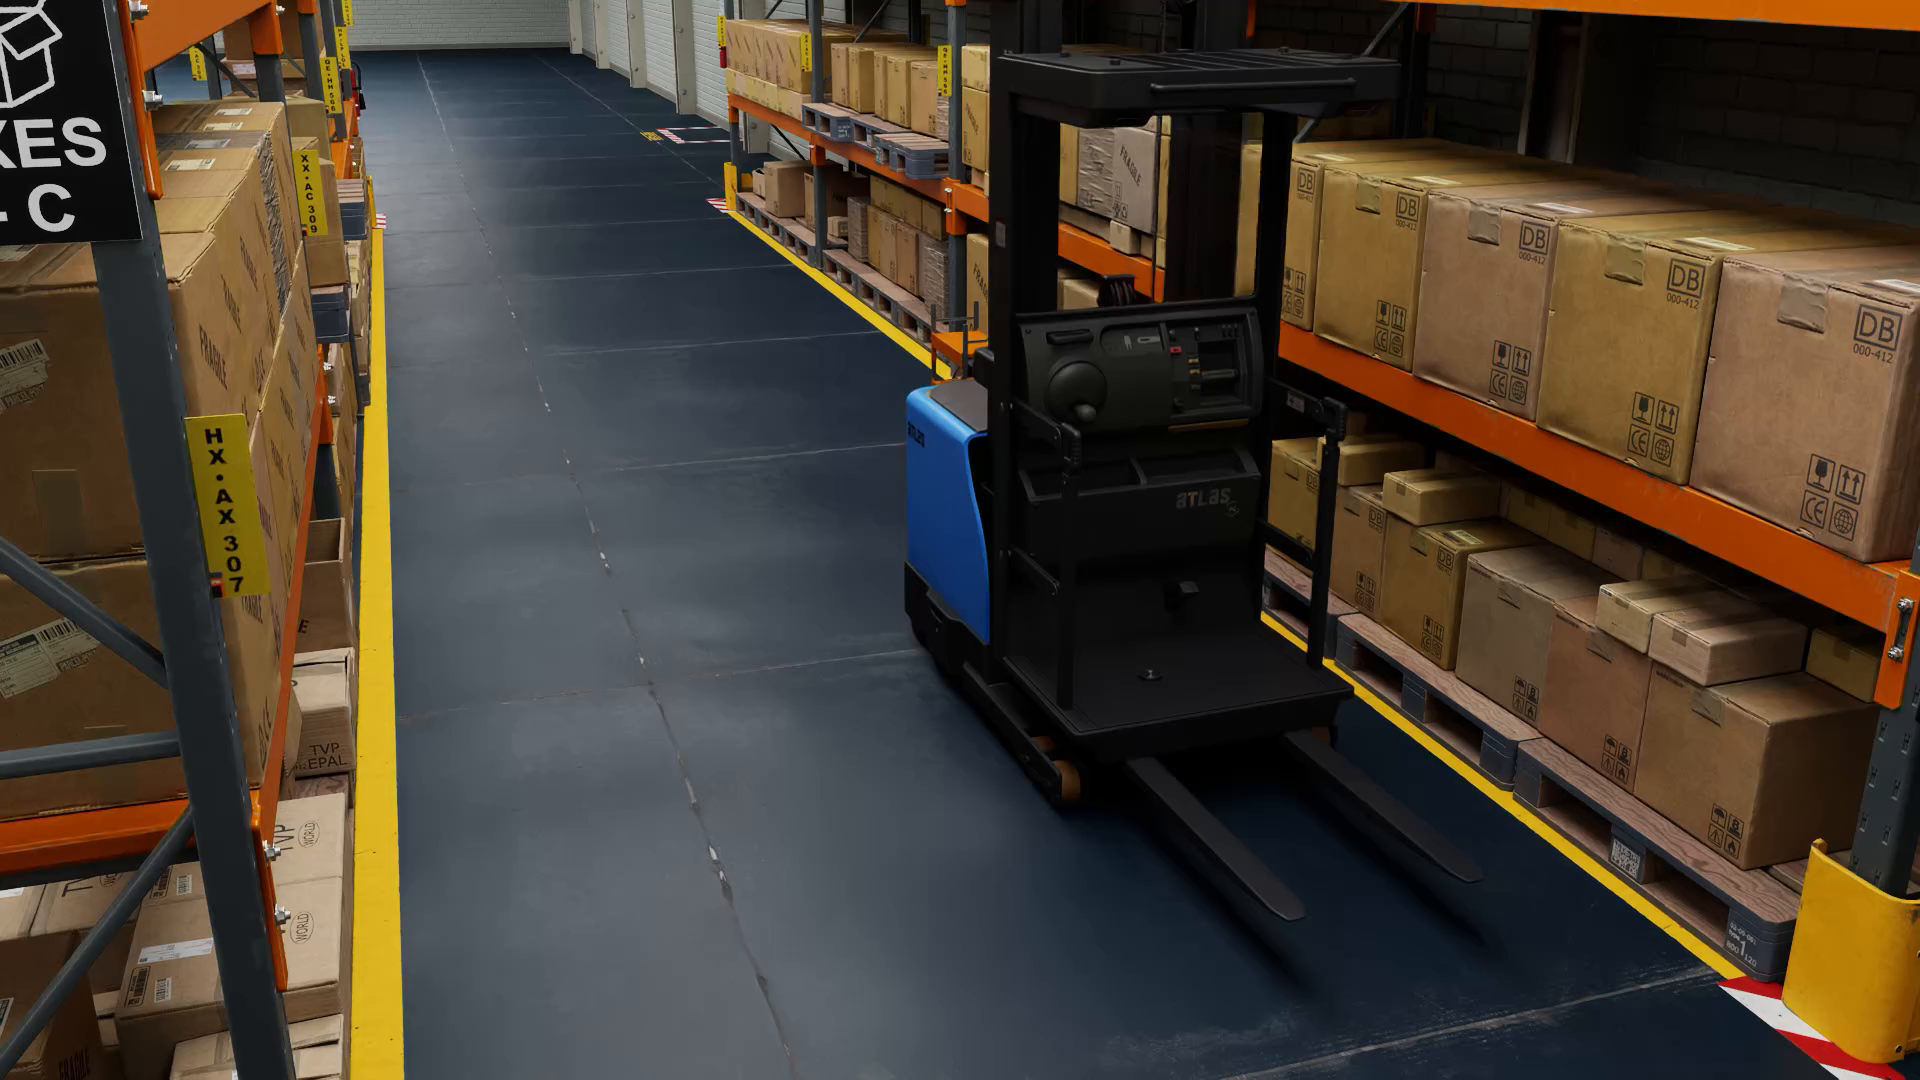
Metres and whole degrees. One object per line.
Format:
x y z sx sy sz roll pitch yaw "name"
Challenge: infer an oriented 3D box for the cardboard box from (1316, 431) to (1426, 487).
1.743 -0.347 7.063 0.380 0.149 0.250 -6 21 -15 "cardboard box"

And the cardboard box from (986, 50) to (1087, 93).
0.482 -2.889 10.295 0.500 0.250 0.500 -7 21 -18 "cardboard box"

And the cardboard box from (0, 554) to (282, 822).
-1.662 0.193 3.295 0.500 0.500 0.500 -6 21 -16 "cardboard box"

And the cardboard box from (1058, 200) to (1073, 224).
0.790 -1.955 9.763 0.380 0.149 0.250 -6 21 -17 "cardboard box"

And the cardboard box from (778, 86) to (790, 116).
-1.428 -4.188 15.831 0.500 0.250 0.500 -6 21 -17 "cardboard box"

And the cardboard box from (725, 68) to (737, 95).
-2.248 -5.000 18.093 0.500 0.250 0.500 -7 21 -19 "cardboard box"

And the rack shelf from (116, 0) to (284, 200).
-2.401 -1.305 4.239 1.077 0.370 4.000 -6 21 -17 "rack shelf"

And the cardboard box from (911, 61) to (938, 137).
0.056 -3.265 12.271 0.700 0.500 0.500 -8 21 -22 "cardboard box"

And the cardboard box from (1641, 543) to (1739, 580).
2.605 0.118 5.767 0.380 0.149 0.250 -6 21 -17 "cardboard box"

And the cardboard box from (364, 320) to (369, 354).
-4.332 -1.421 11.382 0.500 0.250 0.500 -7 21 -19 "cardboard box"

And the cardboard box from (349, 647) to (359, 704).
-2.407 0.528 6.076 0.380 0.149 0.250 -6 21 -17 "cardboard box"

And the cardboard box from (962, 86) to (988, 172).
0.324 -2.698 10.873 0.500 0.500 0.500 -6 21 -16 "cardboard box"

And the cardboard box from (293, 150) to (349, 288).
-2.967 -1.294 6.813 0.700 0.500 0.500 -15 24 -35 "cardboard box"

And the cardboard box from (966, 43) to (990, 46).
0.162 -3.453 11.835 0.380 0.149 0.250 -10 22 -26 "cardboard box"

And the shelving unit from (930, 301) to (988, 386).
0.052 -0.512 8.066 0.258 1.200 0.503 -6 21 -17 "shelving unit"

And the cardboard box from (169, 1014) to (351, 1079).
-1.657 1.285 3.941 0.380 0.166 0.250 -6 21 -17 "cardboard box"

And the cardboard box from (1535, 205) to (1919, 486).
2.520 -0.654 5.355 0.980 0.700 0.700 -7 21 -18 "cardboard box"

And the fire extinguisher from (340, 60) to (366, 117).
-6.398 -4.775 17.389 0.296 0.674 0.183 -6 21 -17 "fire extinguisher"

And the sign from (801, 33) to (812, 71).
-1.356 -4.316 14.714 0.100 0.325 0.005 -6 21 -17 "sign"

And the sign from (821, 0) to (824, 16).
-1.567 -5.998 18.498 0.100 0.325 0.005 -6 21 -17 "sign"

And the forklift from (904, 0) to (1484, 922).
0.735 -0.604 5.763 1.130 2.935 3.031 -7 21 -19 "forklift"

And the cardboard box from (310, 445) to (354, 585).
-2.951 -0.085 7.264 0.500 0.500 0.500 -7 21 -20 "cardboard box"

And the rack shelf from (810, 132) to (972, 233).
-0.215 -2.988 13.362 1.077 0.370 4.000 -6 21 -17 "rack shelf"

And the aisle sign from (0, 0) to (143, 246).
-1.473 -0.823 2.424 0.394 0.787 0.004 -6 21 -17 "aisle sign"

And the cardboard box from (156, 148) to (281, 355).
-2.147 -0.769 4.493 0.500 0.500 0.500 -7 21 -18 "cardboard box"

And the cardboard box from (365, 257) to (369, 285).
-5.139 -2.242 13.668 0.500 0.250 0.500 -7 21 -18 "cardboard box"

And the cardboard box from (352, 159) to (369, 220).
-5.708 -3.200 15.226 0.500 0.500 0.500 -6 21 -17 "cardboard box"

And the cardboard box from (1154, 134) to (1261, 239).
1.287 -1.719 8.147 0.500 0.500 0.500 -7 21 -18 "cardboard box"

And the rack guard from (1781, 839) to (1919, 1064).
2.936 1.067 4.707 1.175 0.500 0.348 -6 21 -17 "rack guard"

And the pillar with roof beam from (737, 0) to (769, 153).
-7.032 -9.411 21.305 9.100 9.000 0.400 -6 21 -17 "pillar with roof beam"

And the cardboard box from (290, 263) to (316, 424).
-2.466 -0.622 5.563 0.500 0.500 0.500 -6 21 -16 "cardboard box"

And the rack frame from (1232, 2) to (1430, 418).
1.671 -1.401 7.880 1.000 3.000 0.127 -6 21 -17 "rack frame"

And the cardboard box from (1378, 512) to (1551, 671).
2.123 0.155 6.624 0.700 0.500 0.500 -6 21 -16 "cardboard box"

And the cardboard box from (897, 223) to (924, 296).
-0.096 -2.275 13.360 0.700 0.500 0.500 -7 21 -17 "cardboard box"

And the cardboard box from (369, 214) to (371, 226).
-5.870 -3.007 15.798 0.500 0.250 0.500 -6 21 -17 "cardboard box"

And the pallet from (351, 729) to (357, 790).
-2.815 0.659 6.269 1.003 0.211 1.213 -6 21 -17 "pallet"

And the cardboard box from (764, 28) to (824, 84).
-1.596 -4.701 16.151 0.500 0.500 0.500 -7 21 -19 "cardboard box"

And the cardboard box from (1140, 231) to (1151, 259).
1.156 -1.537 8.600 0.380 0.149 0.250 -6 21 -16 "cardboard box"

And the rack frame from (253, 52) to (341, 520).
-3.030 -0.874 6.411 1.000 3.000 0.127 -6 21 -17 "rack frame"

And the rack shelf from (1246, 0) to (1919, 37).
2.300 -1.832 5.708 1.077 0.370 4.000 -6 21 -17 "rack shelf"

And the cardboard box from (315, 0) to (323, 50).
-6.007 -4.563 14.616 0.700 0.500 0.500 -6 21 -17 "cardboard box"

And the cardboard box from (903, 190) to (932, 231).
-0.148 -2.648 13.289 0.500 0.250 0.500 -6 21 -17 "cardboard box"

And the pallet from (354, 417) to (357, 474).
-4.089 -0.601 9.778 1.003 0.211 1.213 -6 21 -17 "pallet"

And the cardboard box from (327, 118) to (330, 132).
-5.862 -3.798 14.406 0.700 0.500 0.500 -7 21 -18 "cardboard box"

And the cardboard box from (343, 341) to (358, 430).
-3.771 -0.913 9.567 0.500 0.500 0.500 -6 20 -15 "cardboard box"

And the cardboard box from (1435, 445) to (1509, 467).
2.203 -0.291 6.906 0.380 0.149 0.250 -7 21 -19 "cardboard box"

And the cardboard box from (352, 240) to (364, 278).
-4.821 -2.182 12.671 0.500 0.311 0.500 -6 21 -17 "cardboard box"

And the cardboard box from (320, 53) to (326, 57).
-5.607 -4.063 14.184 0.380 0.149 0.250 -7 21 -19 "cardboard box"

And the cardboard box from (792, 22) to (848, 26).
-1.435 -5.087 17.225 0.500 0.500 0.500 -7 21 -19 "cardboard box"

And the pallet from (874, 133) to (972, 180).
0.089 -2.812 12.091 1.213 0.211 1.003 -6 21 -17 "pallet"

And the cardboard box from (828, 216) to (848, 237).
-1.040 -3.010 15.901 0.380 0.166 0.250 -9 22 -24 "cardboard box"

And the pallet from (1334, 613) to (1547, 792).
2.223 0.556 6.557 1.003 0.211 1.213 -6 21 -17 "pallet"
